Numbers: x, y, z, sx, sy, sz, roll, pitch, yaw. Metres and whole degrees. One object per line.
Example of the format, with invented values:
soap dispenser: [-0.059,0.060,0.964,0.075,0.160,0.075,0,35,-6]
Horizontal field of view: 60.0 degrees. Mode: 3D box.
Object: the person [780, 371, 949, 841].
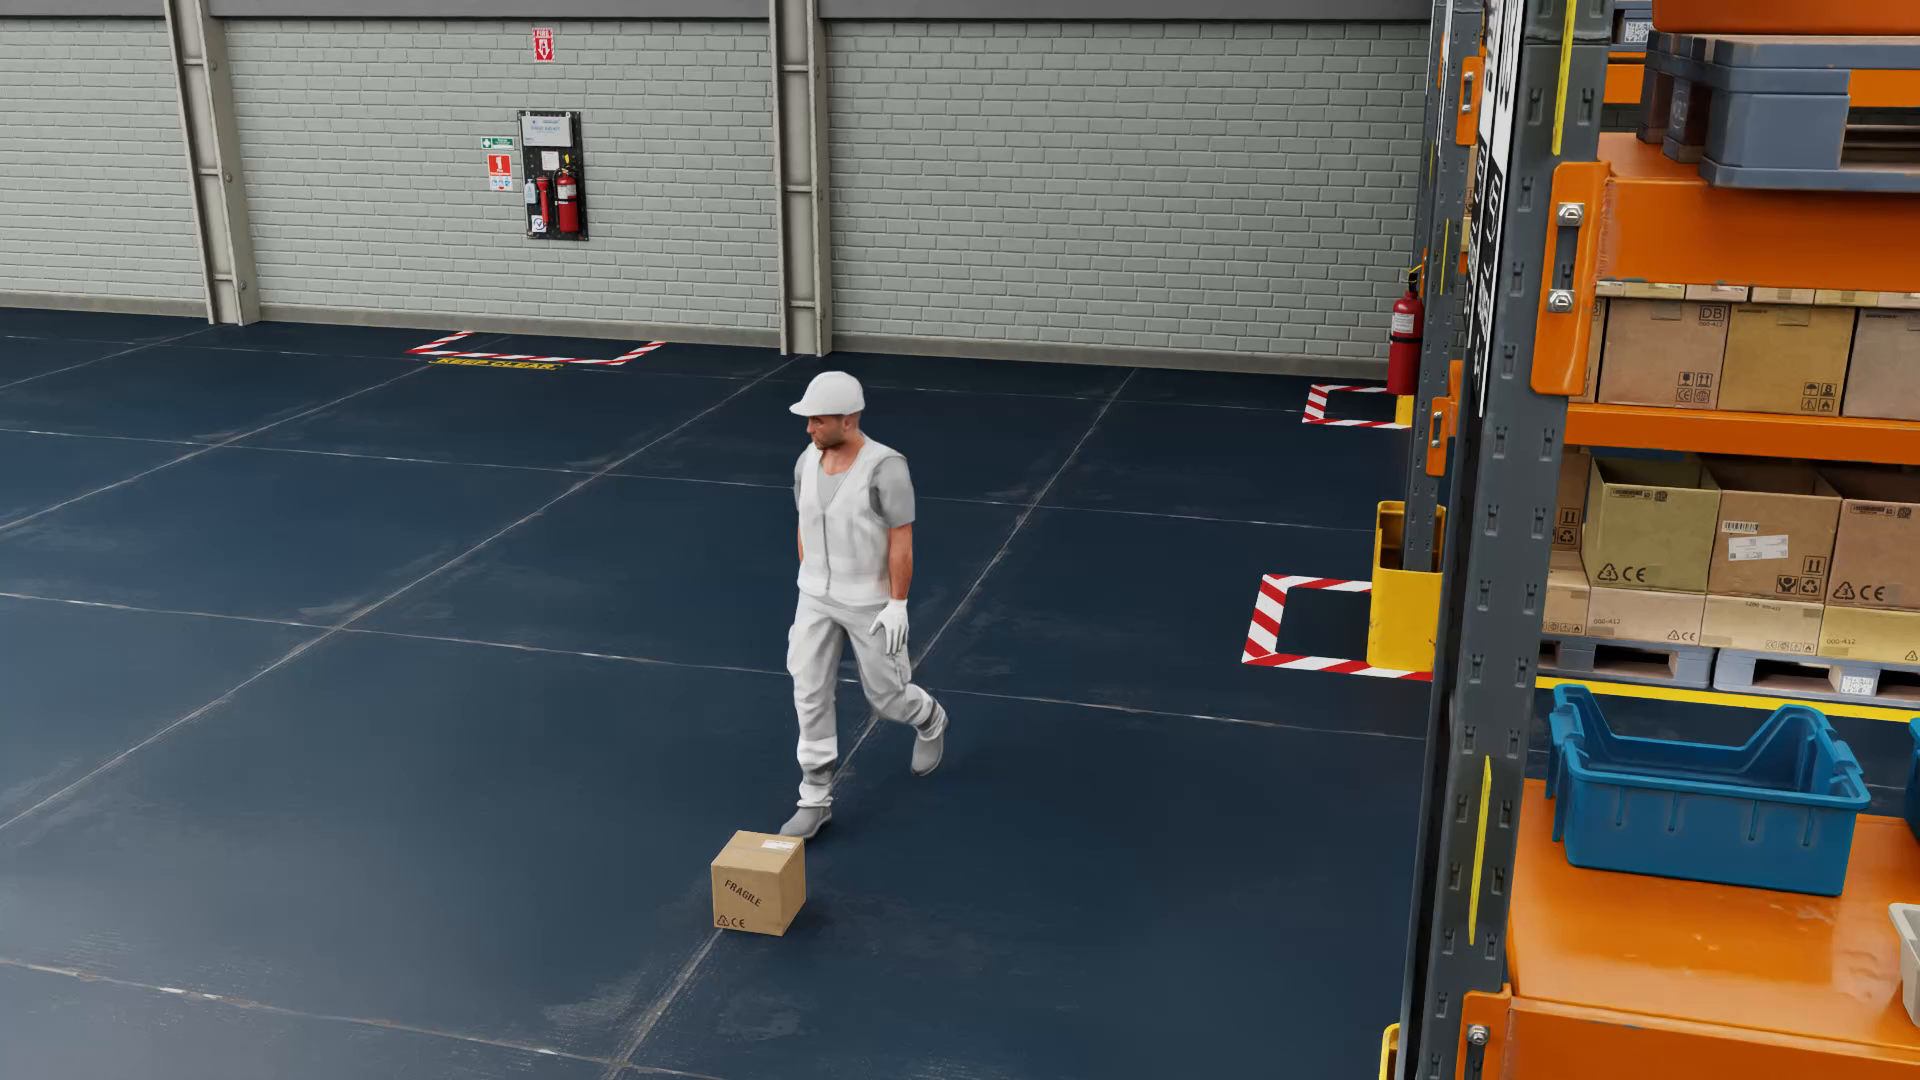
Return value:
person: [-0.403,0.215,6.356,0.557,1.769,0.873,10,20,27]
